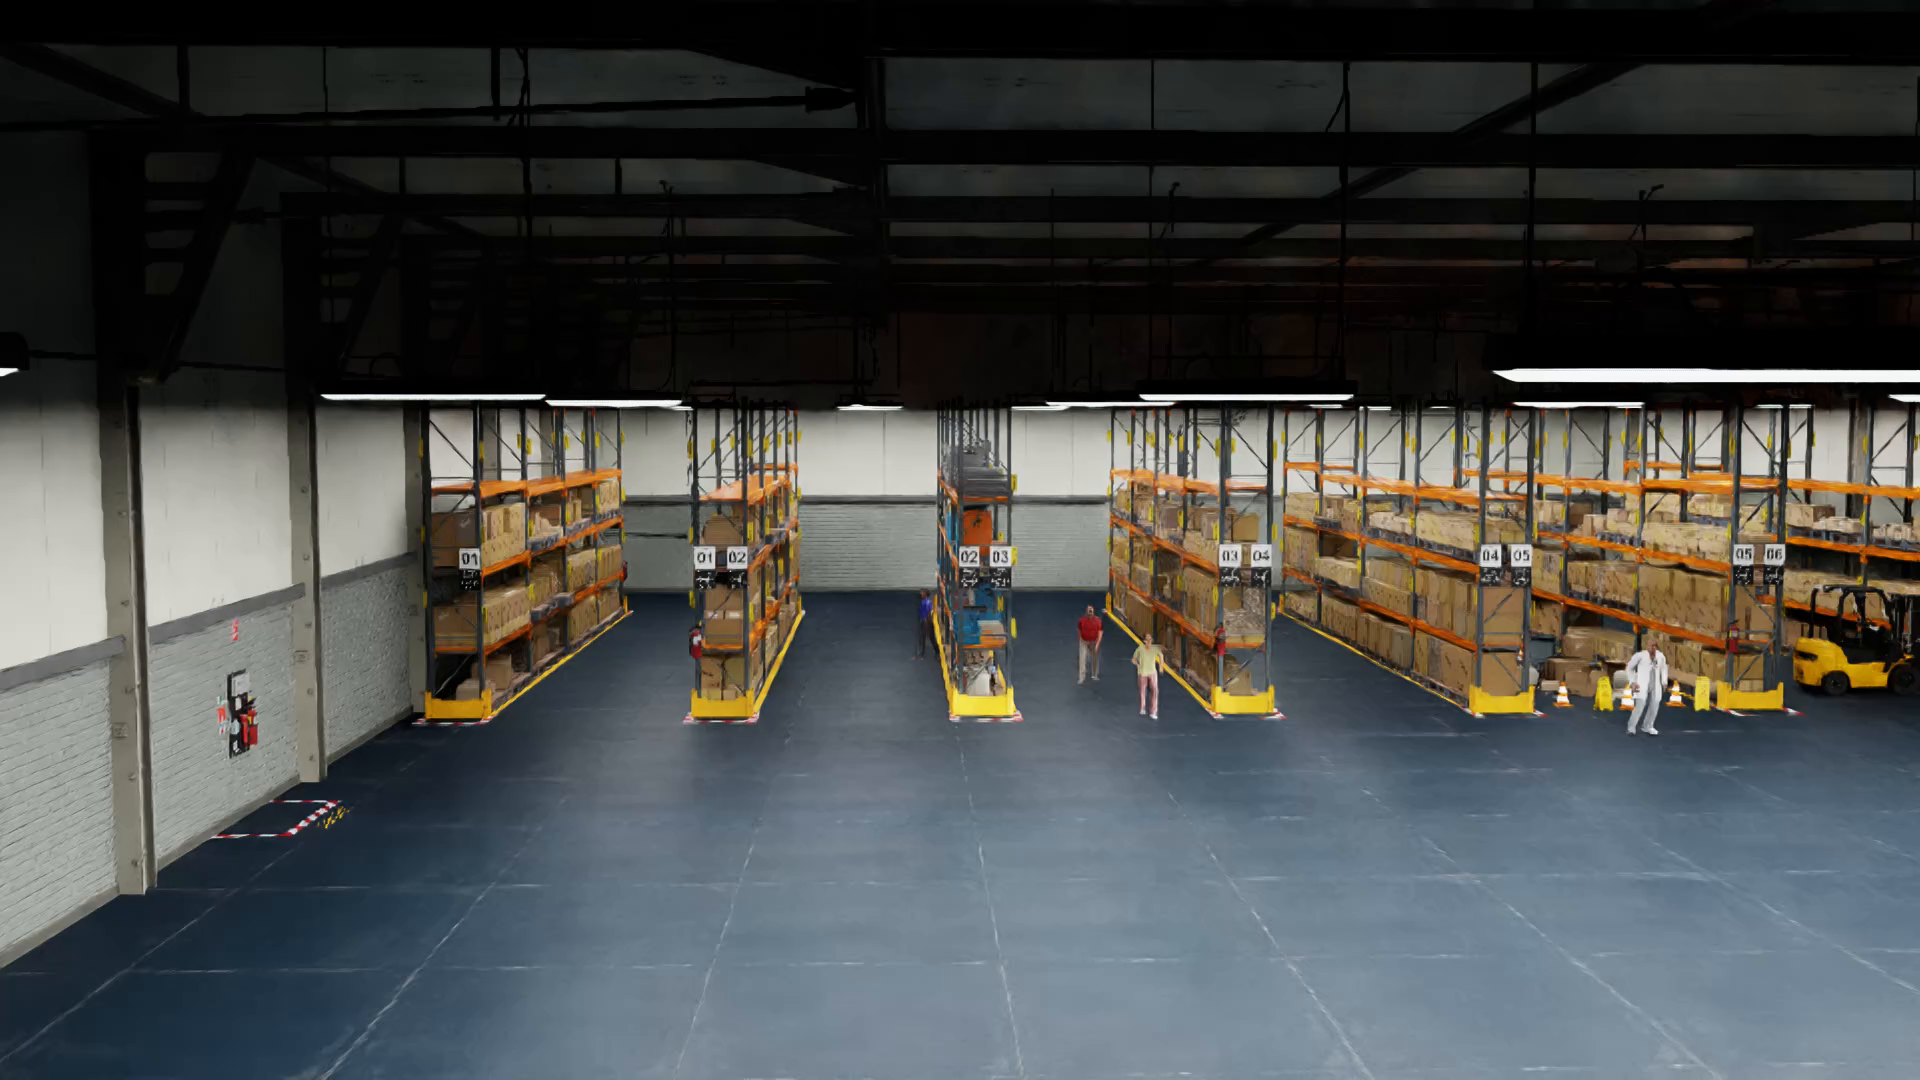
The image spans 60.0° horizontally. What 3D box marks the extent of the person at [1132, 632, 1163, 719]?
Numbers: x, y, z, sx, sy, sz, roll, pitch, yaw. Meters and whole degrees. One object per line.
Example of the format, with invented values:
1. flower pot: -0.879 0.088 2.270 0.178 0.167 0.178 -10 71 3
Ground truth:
1. person: 3.521 2.507 31.247 0.603 1.600 0.799 0 4 3

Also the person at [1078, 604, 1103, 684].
1. person: 2.732 2.180 34.943 0.533 1.658 1.022 1 4 7

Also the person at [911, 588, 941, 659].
1. person: -0.795 1.932 38.544 0.644 1.634 0.661 -2 5 -23

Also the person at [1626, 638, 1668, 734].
1. person: 12.172 2.679 29.496 0.729 1.545 0.546 0 4 -3
